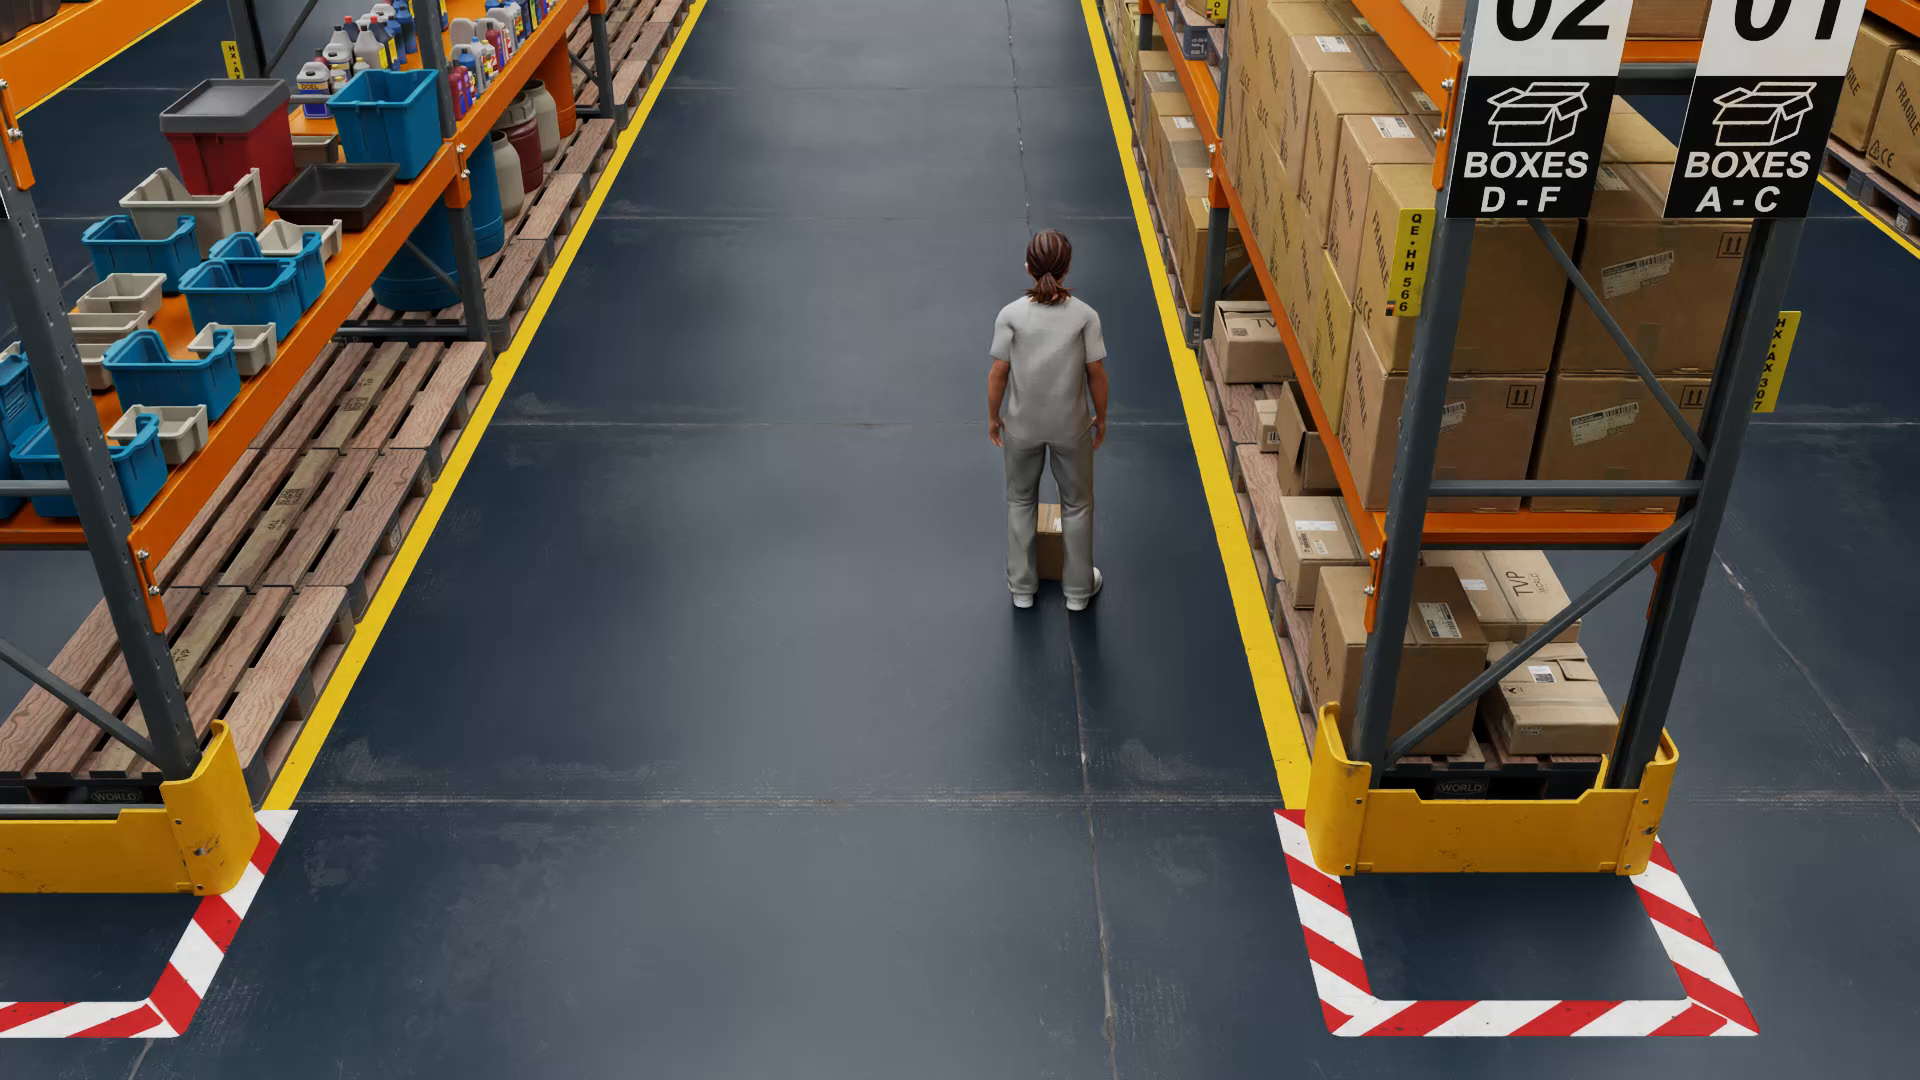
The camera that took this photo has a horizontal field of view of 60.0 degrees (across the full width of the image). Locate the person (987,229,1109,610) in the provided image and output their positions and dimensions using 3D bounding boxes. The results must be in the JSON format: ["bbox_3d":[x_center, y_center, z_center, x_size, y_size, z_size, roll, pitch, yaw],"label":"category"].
[{"bbox_3d":[0.368,-0.468,6.901,0.509,1.668,0.355,3,32,4],"label":"person"}]
